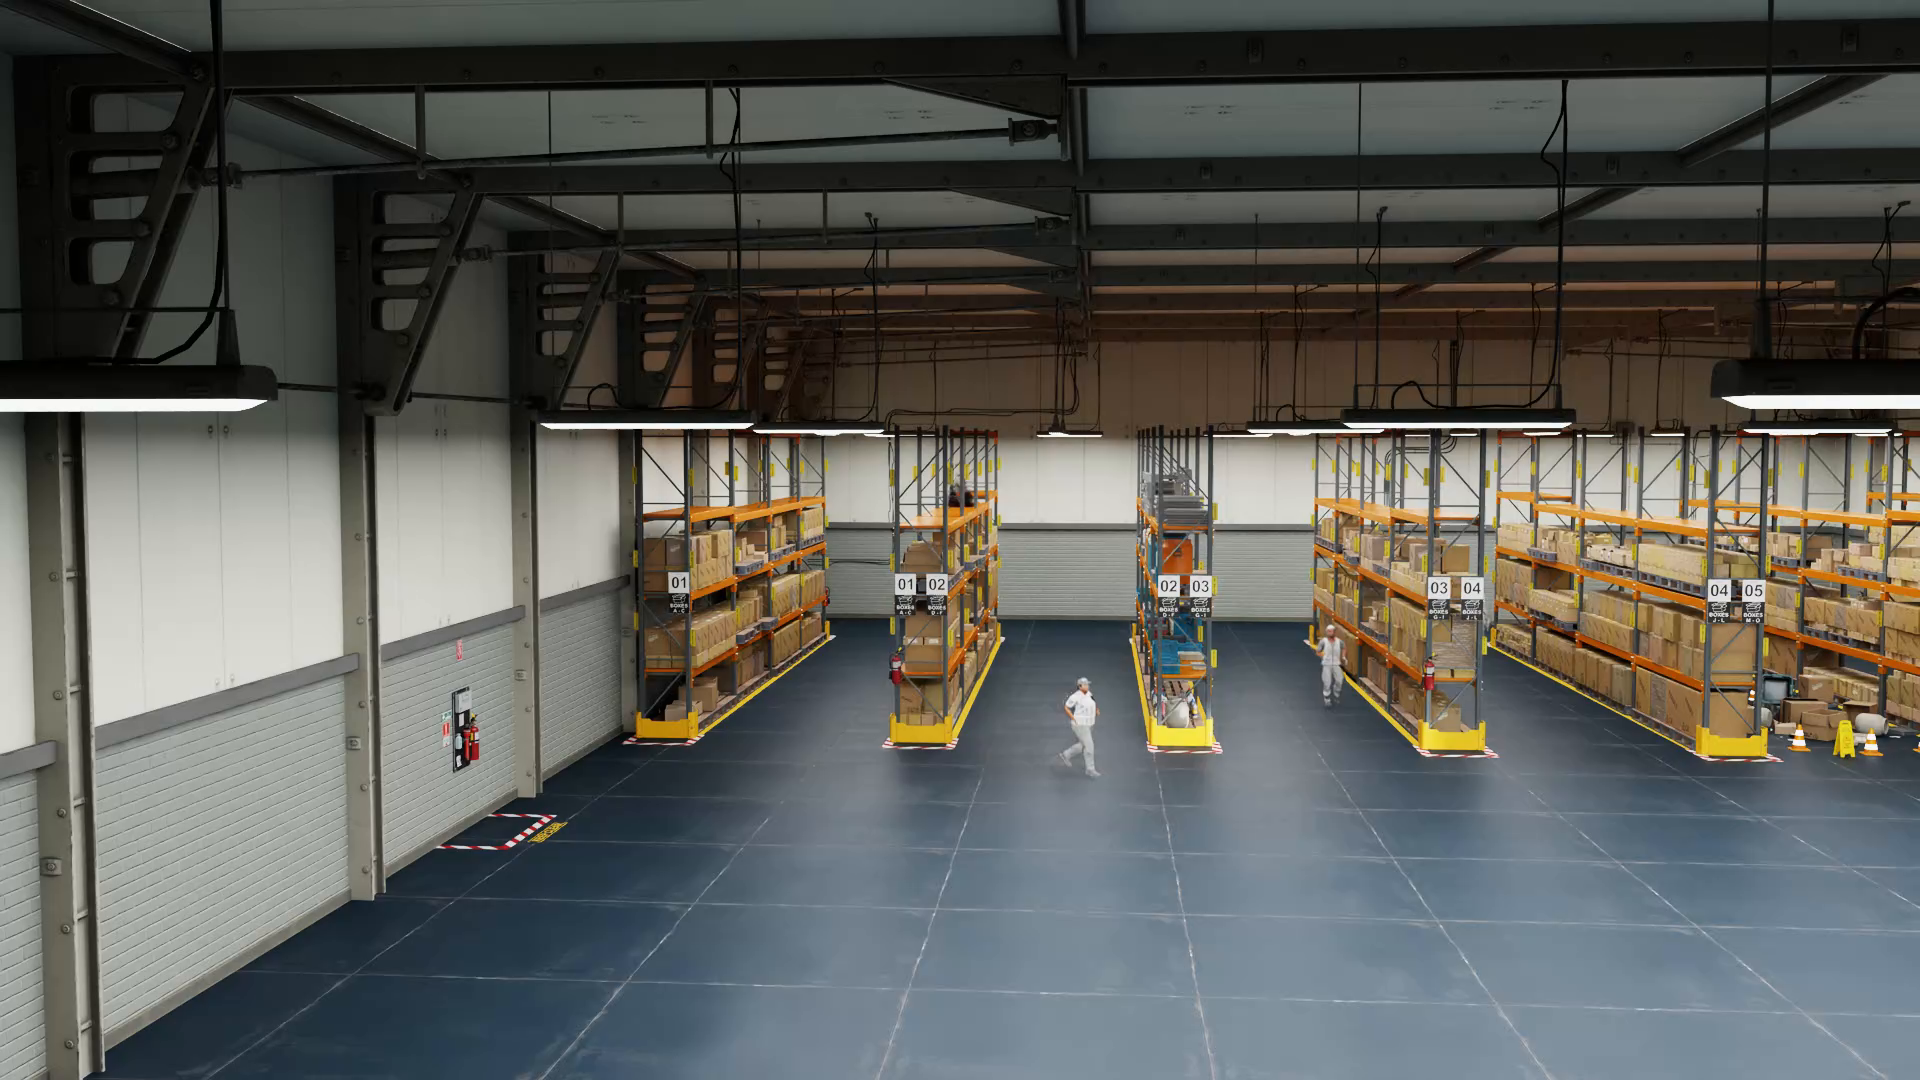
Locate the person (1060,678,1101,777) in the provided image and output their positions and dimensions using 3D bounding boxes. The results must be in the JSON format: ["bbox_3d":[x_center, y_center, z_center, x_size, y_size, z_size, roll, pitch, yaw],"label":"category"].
[{"bbox_3d":[2.080,3.193,28.509,0.844,1.669,0.597,2,4,36],"label":"person"}]

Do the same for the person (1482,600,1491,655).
[{"bbox_3d":[13.359,2.342,42.823,0.625,1.656,0.589,0,3,1],"label":"person"}]

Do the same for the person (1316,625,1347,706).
[{"bbox_3d":[7.969,2.699,35.604,0.683,1.751,0.614,0,3,3],"label":"person"}]
